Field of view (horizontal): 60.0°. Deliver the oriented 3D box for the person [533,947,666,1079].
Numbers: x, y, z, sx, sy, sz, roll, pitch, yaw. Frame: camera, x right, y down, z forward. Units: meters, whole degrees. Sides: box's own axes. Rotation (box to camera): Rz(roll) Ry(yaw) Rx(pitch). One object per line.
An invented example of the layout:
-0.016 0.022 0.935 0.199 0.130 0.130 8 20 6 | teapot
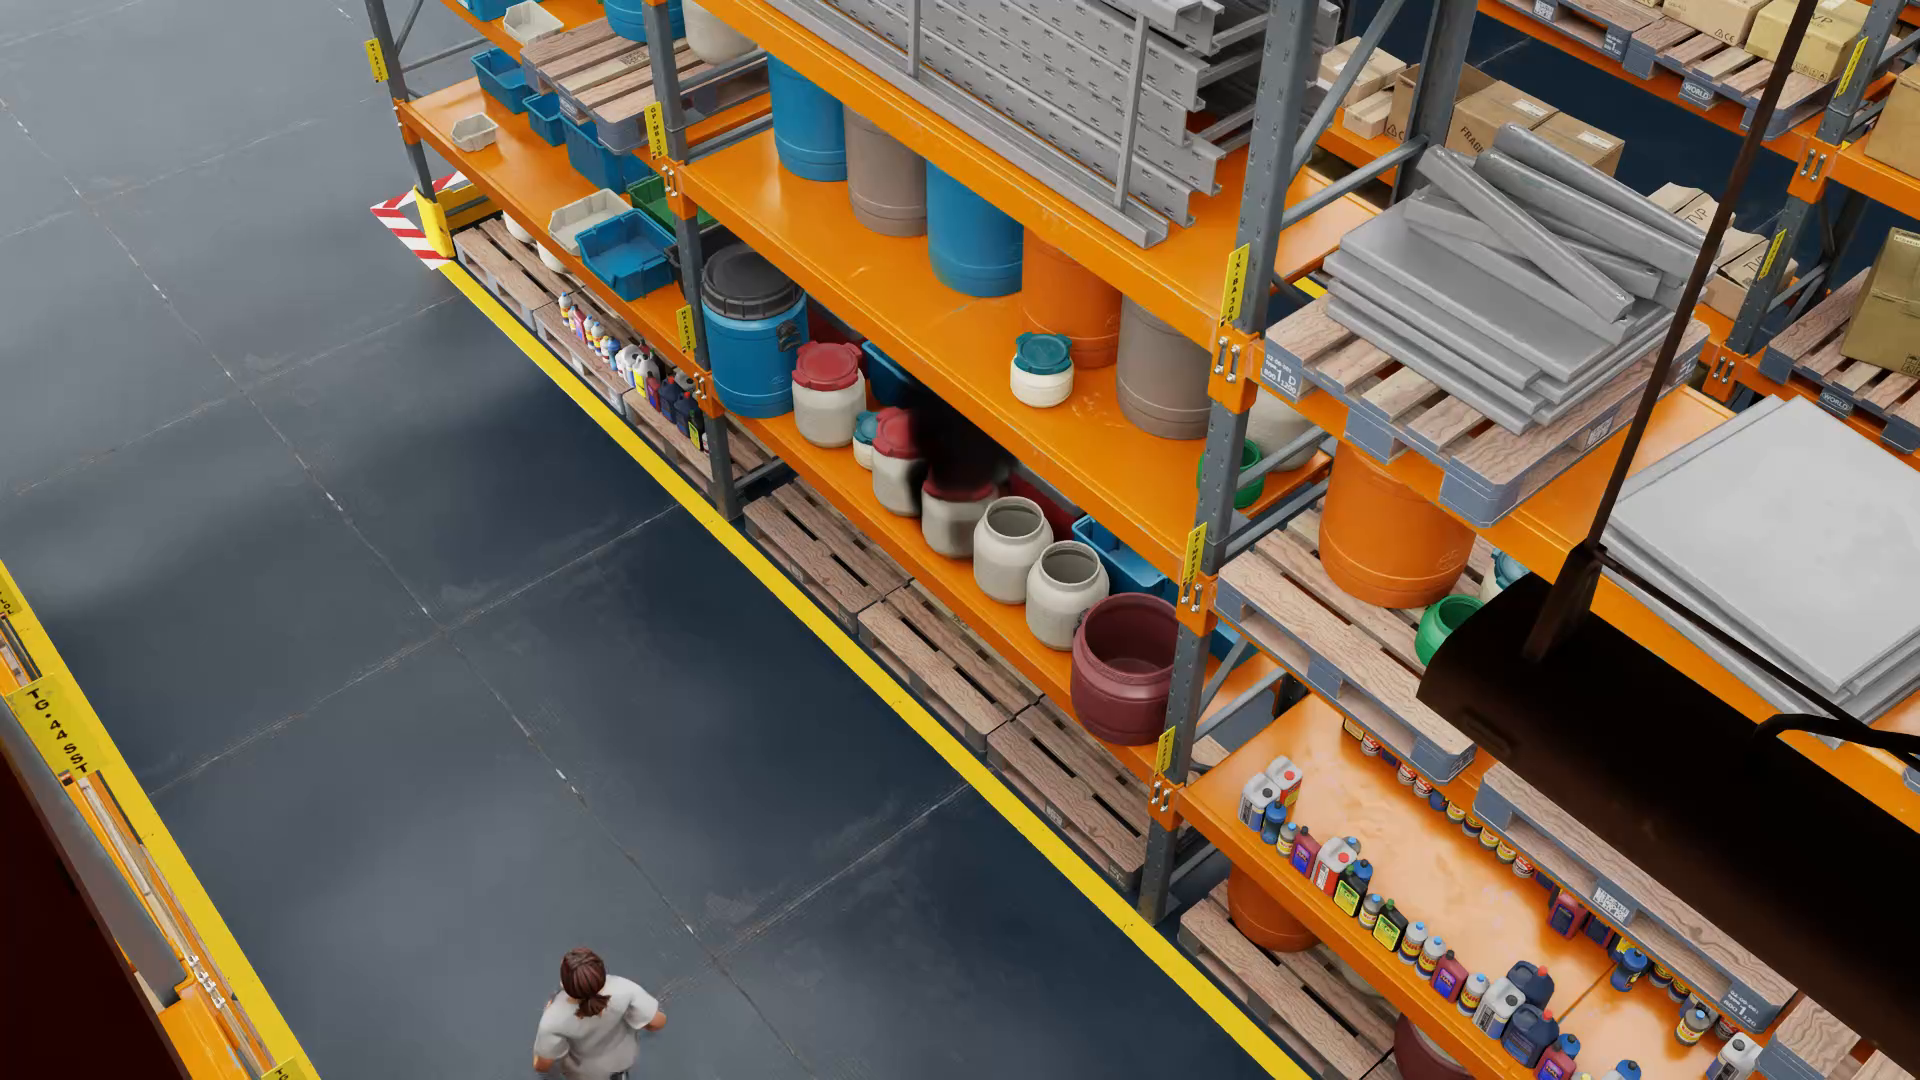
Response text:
-1.562 2.283 7.287 0.563 1.681 0.741 -27 52 -23 | person
